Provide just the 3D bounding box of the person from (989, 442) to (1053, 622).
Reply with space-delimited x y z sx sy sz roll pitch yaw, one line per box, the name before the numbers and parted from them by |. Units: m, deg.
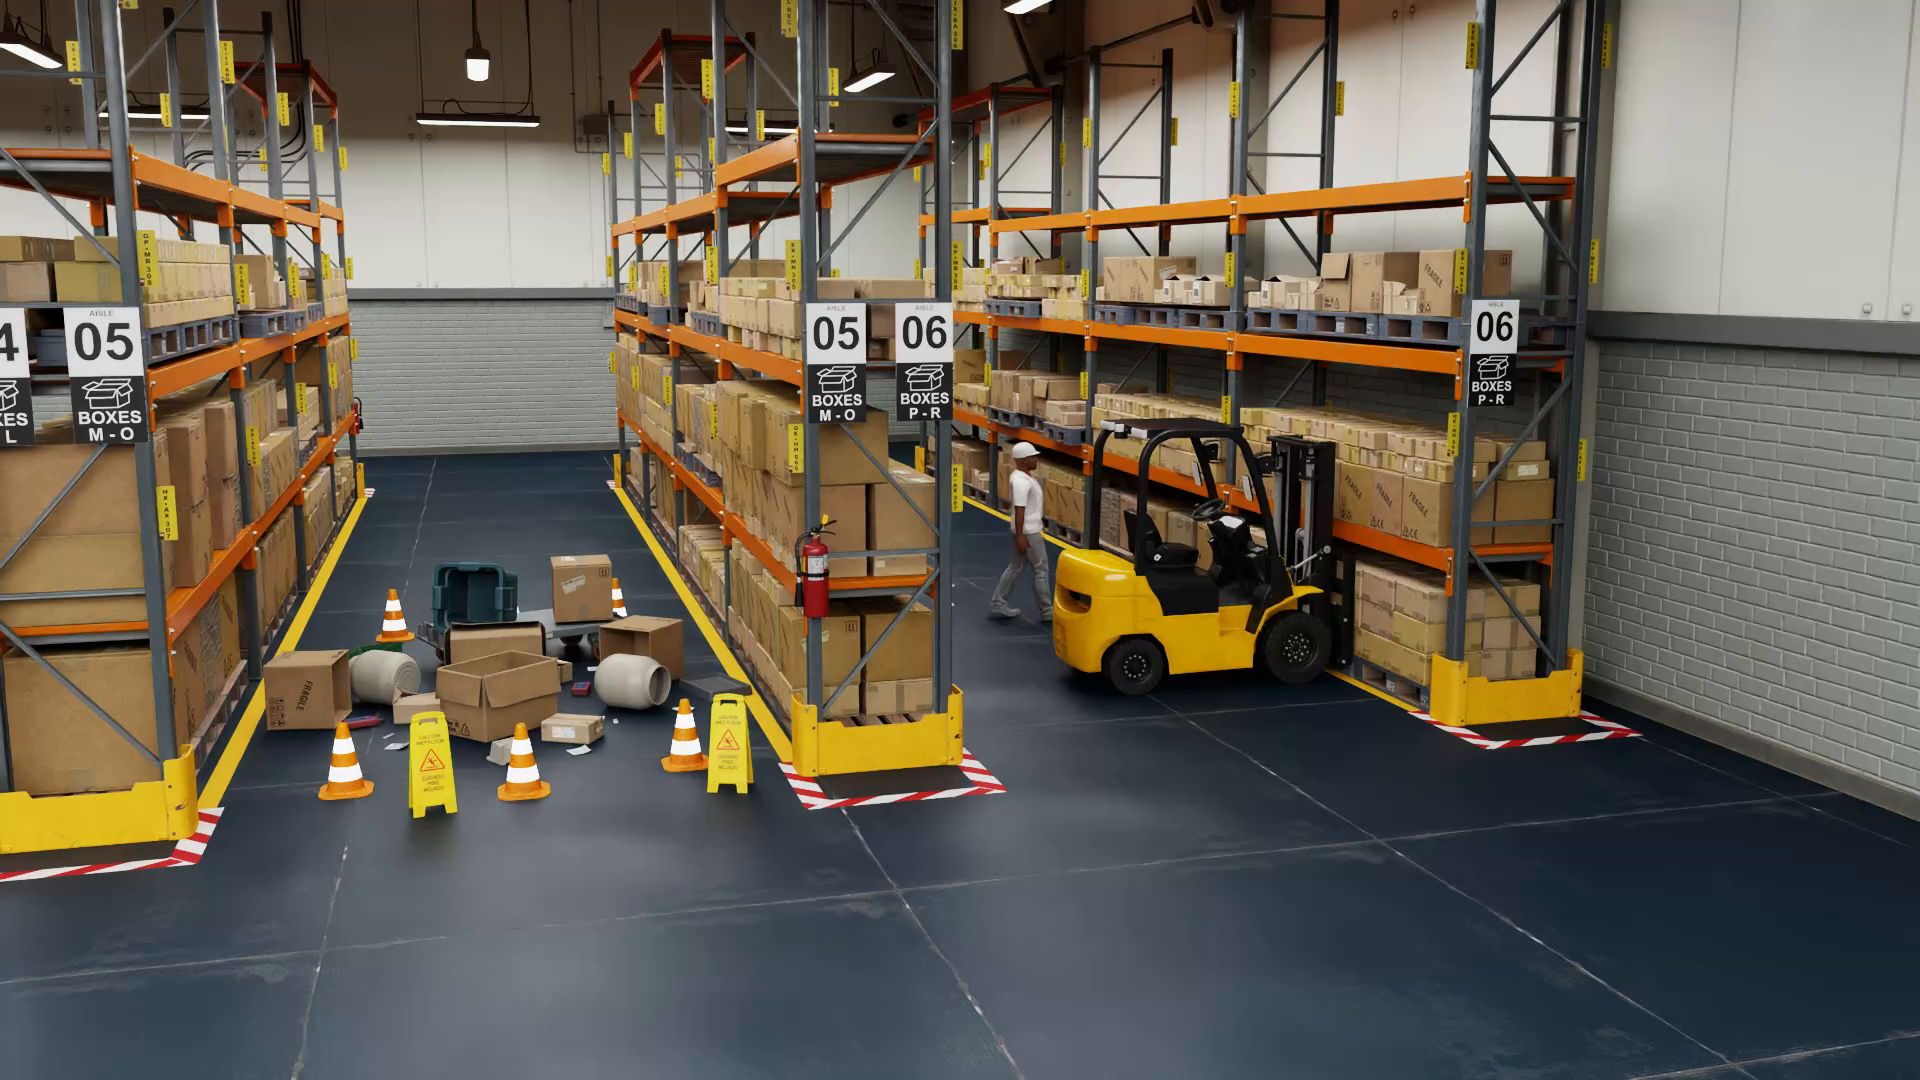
person | 0.699 -0.085 16.339 0.812 1.758 0.573 0 9 -3
